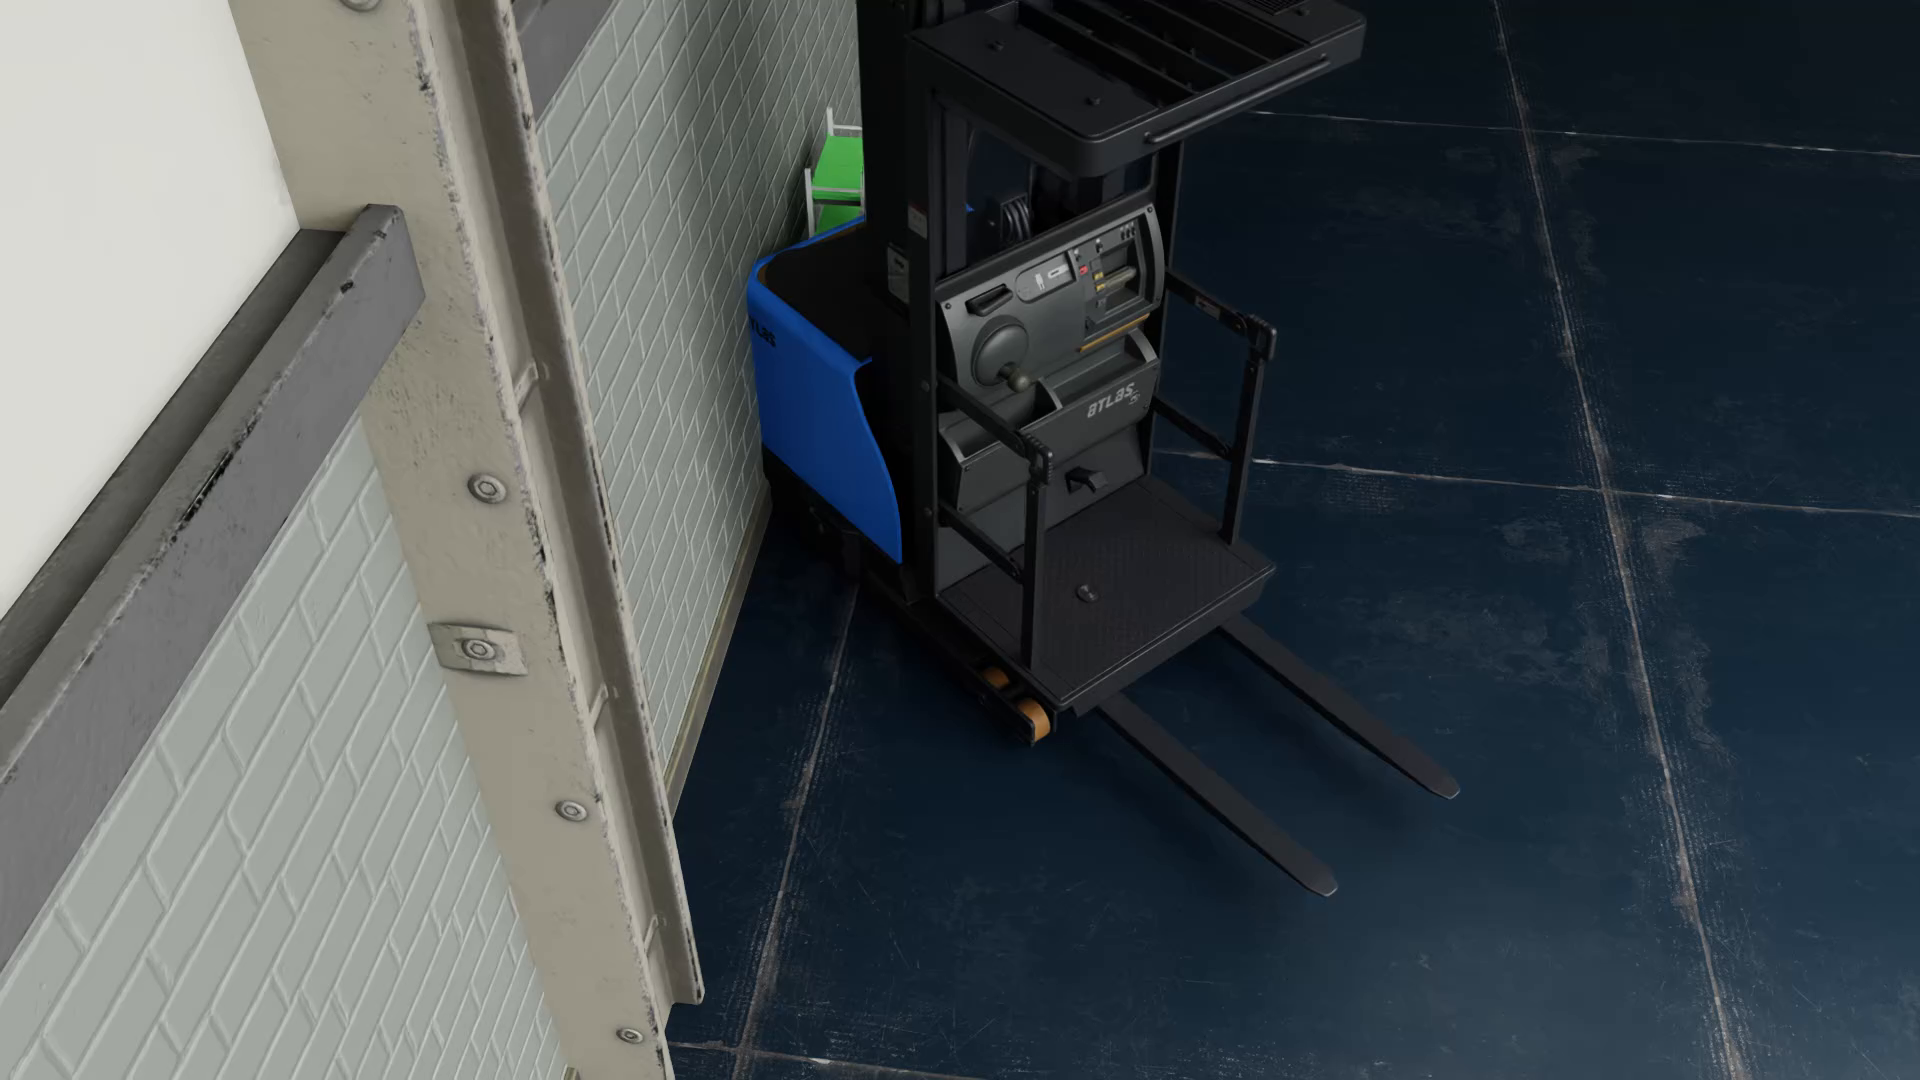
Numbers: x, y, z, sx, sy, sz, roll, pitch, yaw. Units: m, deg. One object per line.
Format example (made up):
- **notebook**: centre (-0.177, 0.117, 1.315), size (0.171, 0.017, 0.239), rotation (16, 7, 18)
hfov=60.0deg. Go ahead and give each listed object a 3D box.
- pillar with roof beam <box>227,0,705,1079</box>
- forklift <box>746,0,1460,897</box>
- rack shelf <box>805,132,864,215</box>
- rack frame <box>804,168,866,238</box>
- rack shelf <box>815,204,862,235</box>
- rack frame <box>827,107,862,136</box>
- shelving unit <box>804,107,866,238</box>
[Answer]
- **pillar with roof beam**: centre (3.284, -1.338, 1.618), size (9.100, 9.000, 0.400), rotation (5, 44, 6)
- **forklift**: centre (0.455, -0.728, 5.387), size (1.130, 2.935, 3.031), rotation (-29, 51, -27)
- **rack shelf**: centre (-0.463, -1.482, 6.837), size (0.258, 0.148, 0.480), rotation (5, 44, 5)
- **rack frame**: centre (-0.492, -1.013, 6.947), size (0.240, 1.200, 0.015), rotation (5, 44, 5)
- **rack shelf**: centre (-0.463, -1.308, 7.002), size (0.258, 0.148, 0.480), rotation (5, 44, 5)
- **rack frame**: centre (-0.433, -1.346, 7.299), size (0.240, 1.200, 0.015), rotation (5, 44, 5)
- **shelving unit**: centre (-0.463, -1.180, 7.123), size (0.258, 1.200, 0.503), rotation (5, 44, 5)
